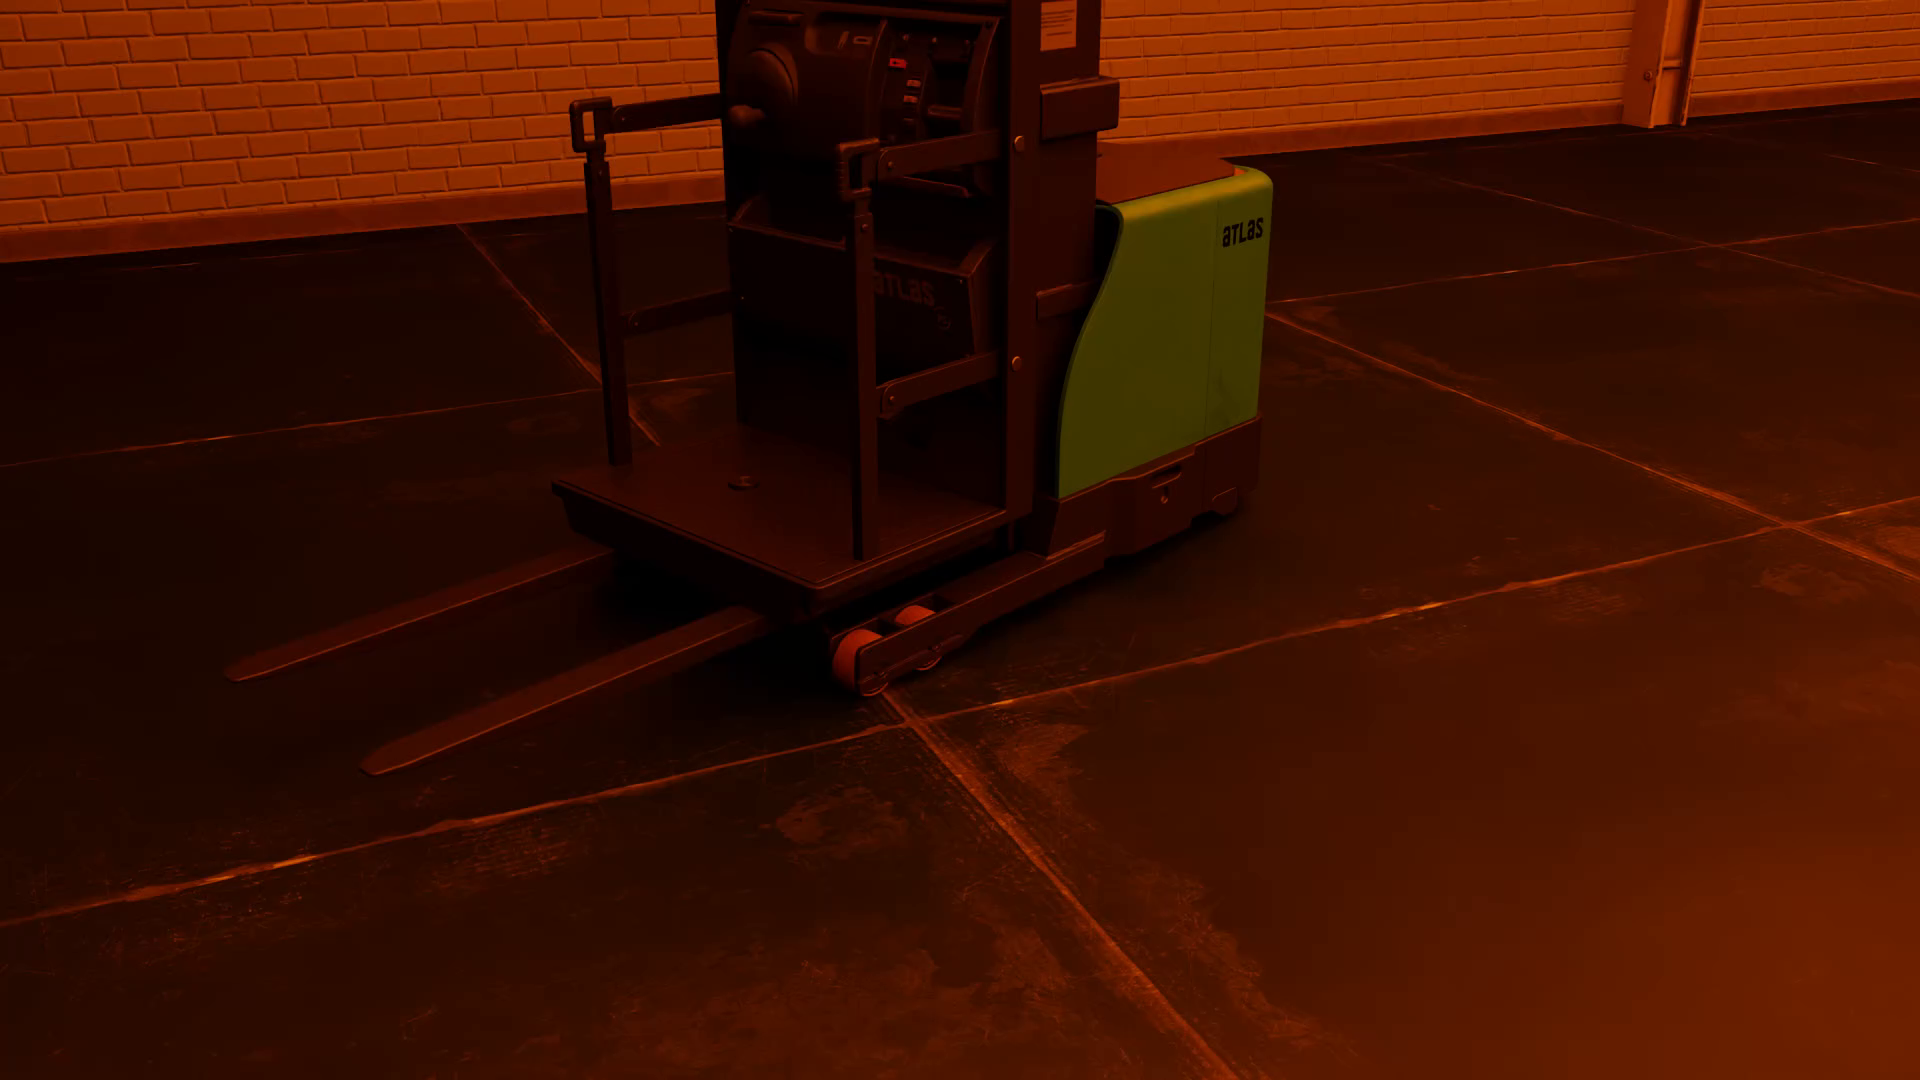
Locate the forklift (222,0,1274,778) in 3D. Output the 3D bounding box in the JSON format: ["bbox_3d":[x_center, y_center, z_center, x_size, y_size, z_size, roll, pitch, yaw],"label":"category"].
[{"bbox_3d":[-0.413,-1.182,4.131,1.130,2.935,3.031,19,29,39],"label":"forklift"}]
